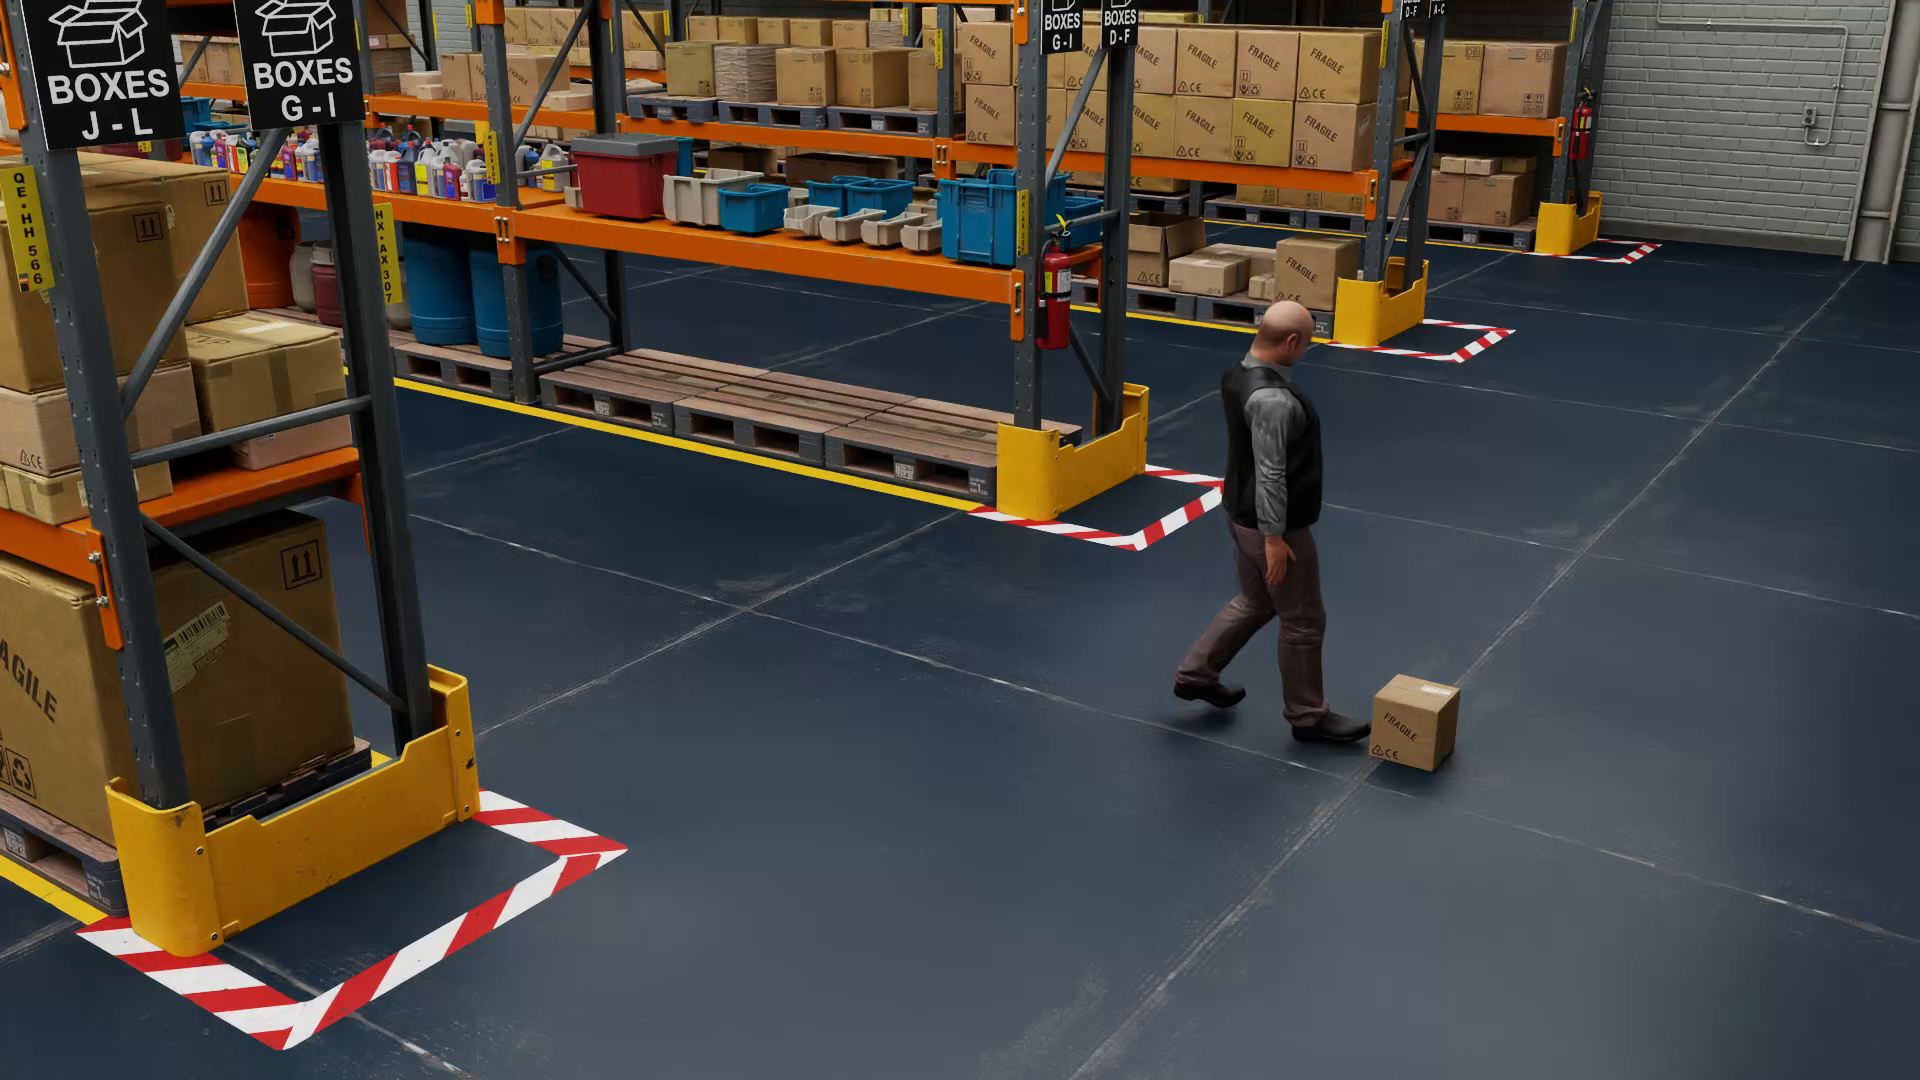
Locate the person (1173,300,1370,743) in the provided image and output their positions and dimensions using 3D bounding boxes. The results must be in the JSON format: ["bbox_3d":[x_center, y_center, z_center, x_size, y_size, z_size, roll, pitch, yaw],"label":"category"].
[{"bbox_3d":[1.217,-0.064,6.290,0.732,1.697,0.564,-1,20,-1],"label":"person"}]
